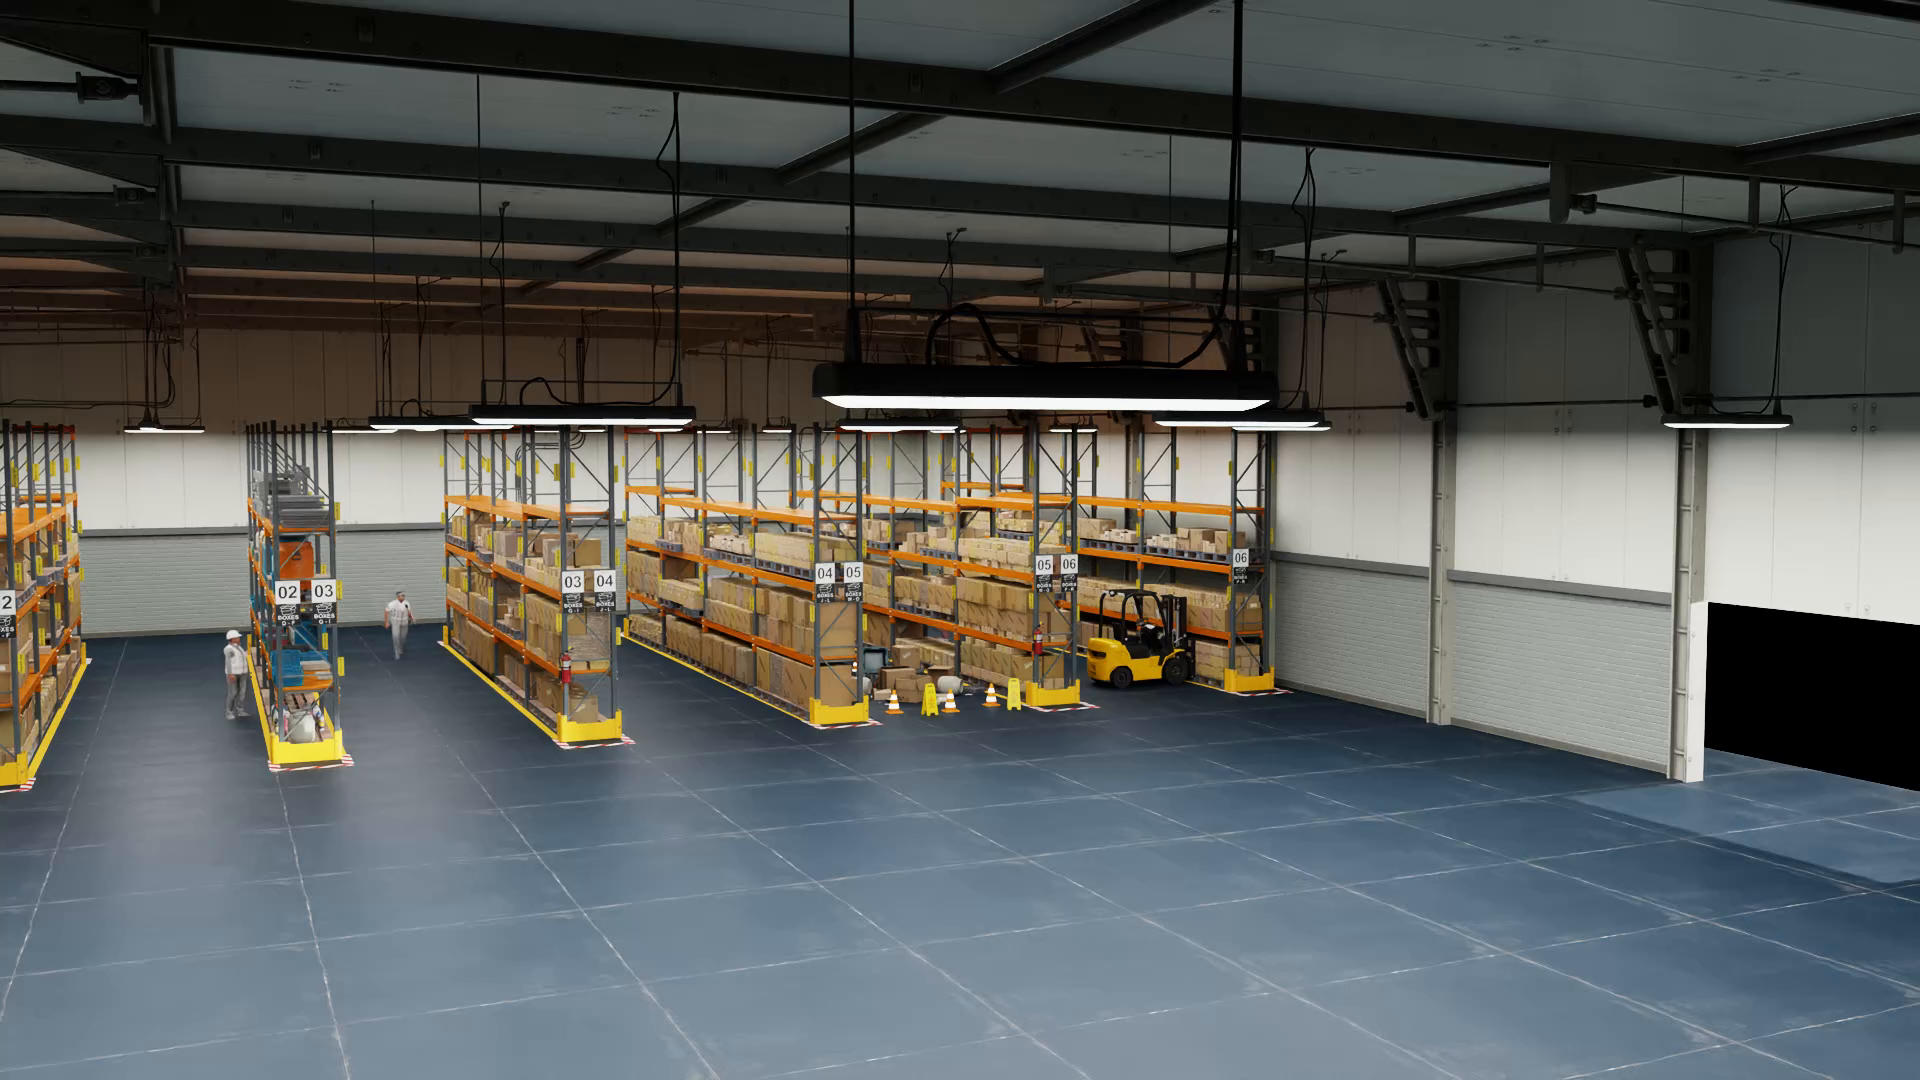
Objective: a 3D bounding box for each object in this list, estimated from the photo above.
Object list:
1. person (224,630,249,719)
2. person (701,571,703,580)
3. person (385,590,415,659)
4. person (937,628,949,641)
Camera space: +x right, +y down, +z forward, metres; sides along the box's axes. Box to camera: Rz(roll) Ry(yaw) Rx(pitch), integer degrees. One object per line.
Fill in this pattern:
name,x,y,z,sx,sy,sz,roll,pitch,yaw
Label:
person,-14.735,2.737,33.892,0.434,1.806,0.584,2,4,25
person,-8.044,1.671,51.691,0.482,1.620,0.579,2,4,33
person,-14.523,2.178,43.118,0.720,1.763,0.985,-2,4,-24
person,-0.484,1.987,46.373,0.337,1.676,0.524,-2,4,-25
